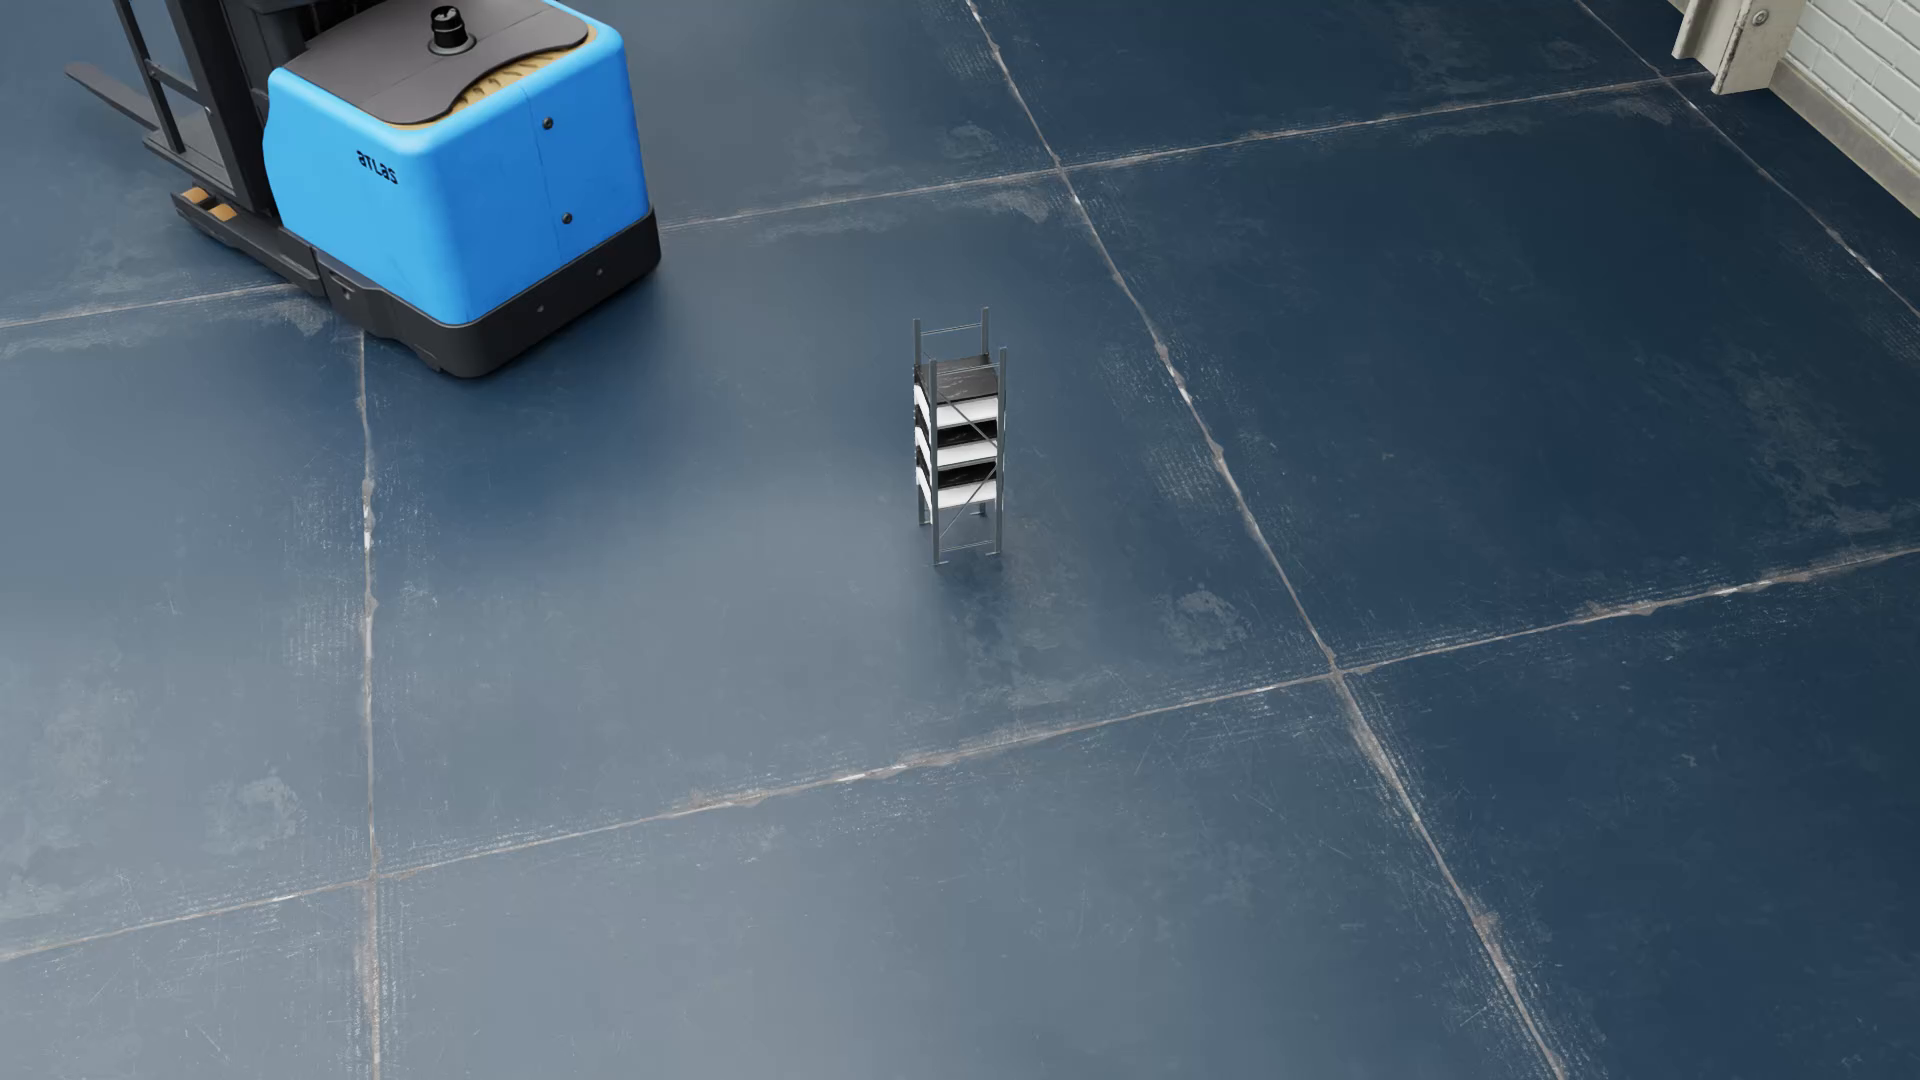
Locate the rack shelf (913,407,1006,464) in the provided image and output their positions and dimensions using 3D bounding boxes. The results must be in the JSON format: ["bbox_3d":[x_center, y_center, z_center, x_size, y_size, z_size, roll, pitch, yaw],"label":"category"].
[{"bbox_3d":[-0.002,-0.360,5.394,0.258,0.077,0.200,-11,47,-10],"label":"rack shelf"}]

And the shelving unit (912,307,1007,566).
[{"bbox_3d":[-0.002,-0.321,5.434,0.258,0.900,0.210,-11,47,-10],"label":"shelving unit"}]

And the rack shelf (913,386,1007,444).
[{"bbox_3d":[-0.002,-0.423,5.329,0.258,0.077,0.200,-11,47,-10],"label":"rack shelf"}]

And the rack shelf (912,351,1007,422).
[{"bbox_3d":[-0.002,-0.486,5.265,0.258,0.077,0.200,-11,47,-10],"label":"rack shelf"}]

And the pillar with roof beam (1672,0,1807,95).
[{"bbox_3d":[-0.516,-4.613,3.970,9.100,9.000,0.400,-11,47,-10],"label":"pillar with roof beam"}]

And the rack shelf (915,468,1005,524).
[{"bbox_3d":[-0.002,-0.171,5.586,0.258,0.077,0.200,-11,47,-10],"label":"rack shelf"}]

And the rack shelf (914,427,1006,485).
[{"bbox_3d":[-0.002,-0.297,5.458,0.258,0.077,0.200,-11,47,-10],"label":"rack shelf"}]

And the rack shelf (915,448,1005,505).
[{"bbox_3d":[-0.002,-0.234,5.522,0.258,0.077,0.200,-11,47,-10],"label":"rack shelf"}]

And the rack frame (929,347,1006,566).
[{"bbox_3d":[0.024,-0.250,5.365,0.240,0.900,0.006,-11,47,-10],"label":"rack frame"}]

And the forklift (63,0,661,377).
[{"bbox_3d":[-2.682,-2.525,6.172,3.031,2.935,1.130,30,53,26],"label":"forklift"}]

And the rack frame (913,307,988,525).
[{"bbox_3d":[-0.028,-0.391,5.503,0.240,0.900,0.006,-11,47,-10],"label":"rack frame"}]
